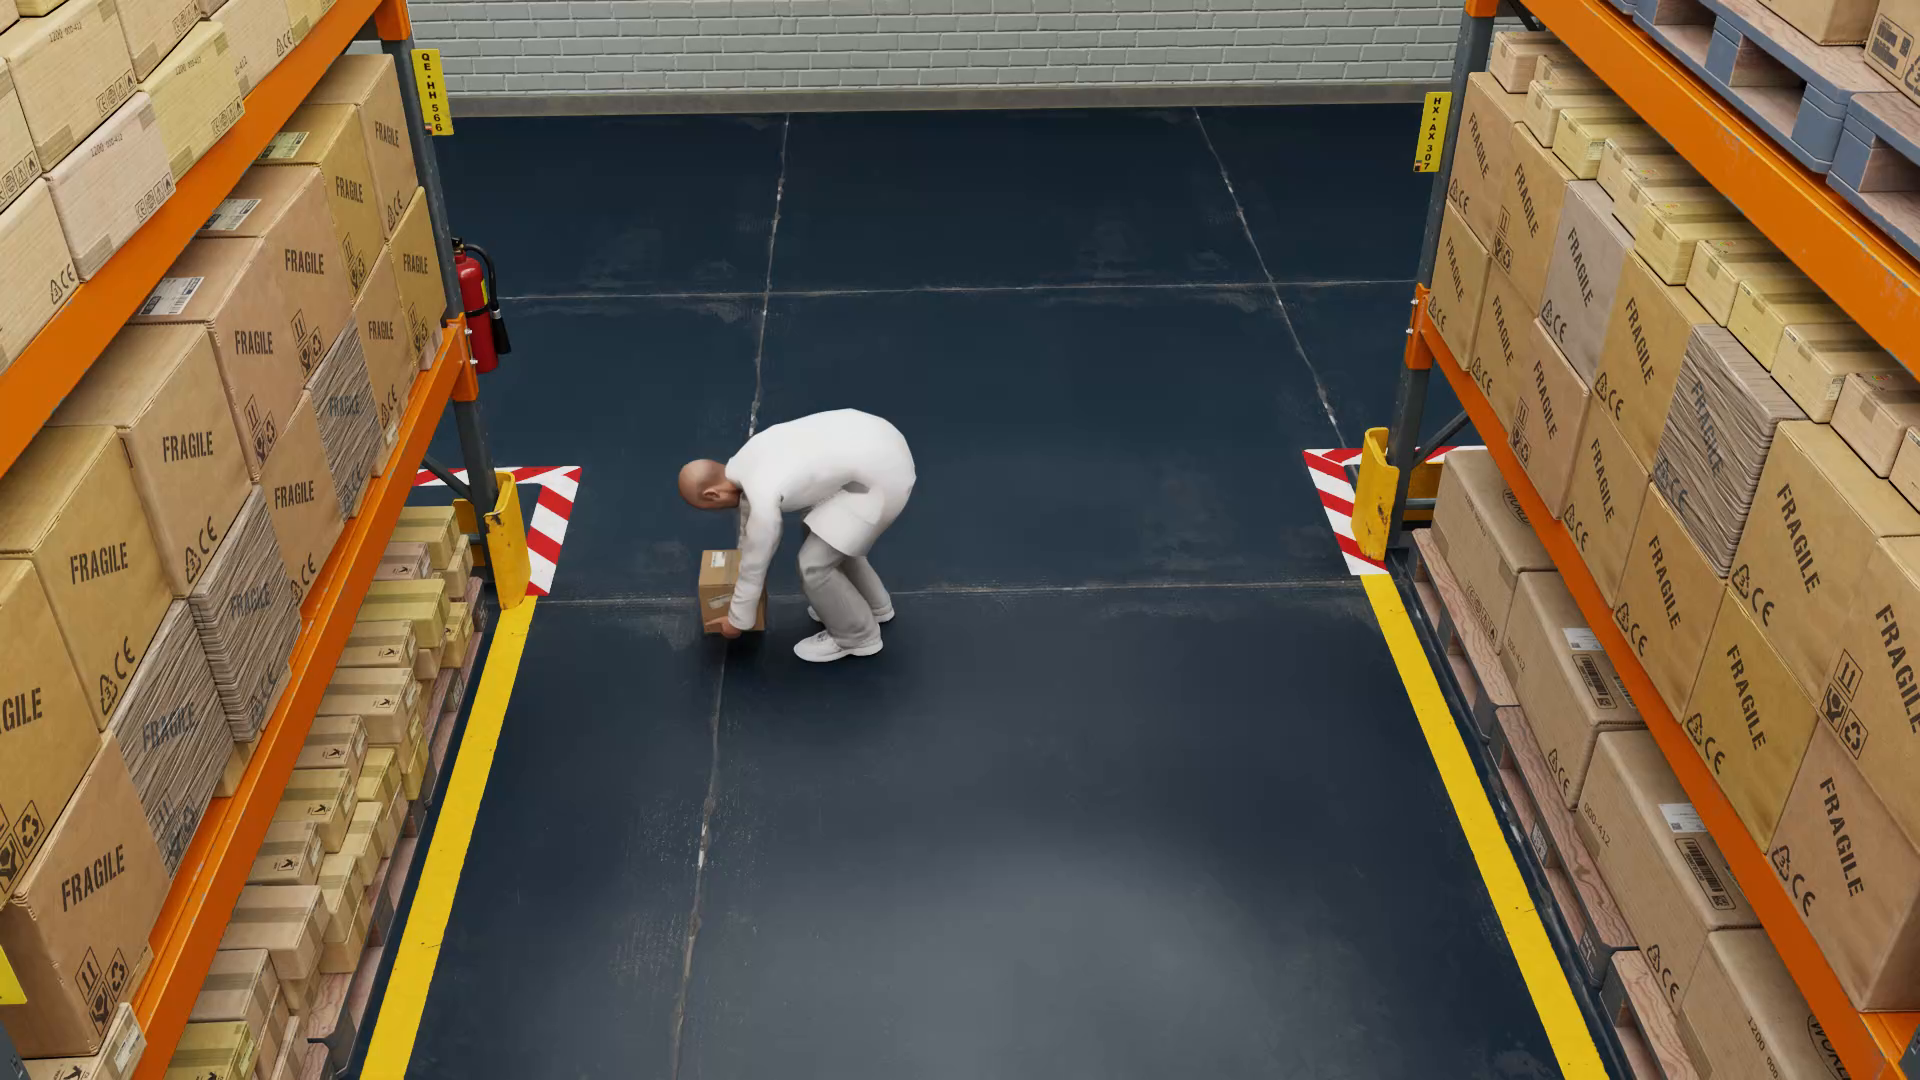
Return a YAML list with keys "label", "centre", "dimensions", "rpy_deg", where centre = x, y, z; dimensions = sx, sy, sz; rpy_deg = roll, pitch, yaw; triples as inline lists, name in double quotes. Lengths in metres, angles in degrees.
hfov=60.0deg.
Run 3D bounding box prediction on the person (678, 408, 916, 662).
- label: "person"
  centre: [-5.958, 3.671, 1.495]
  dimensions: [12.725, 1.064, 12.466]
  rpy_deg: [-3, 35, -4]
